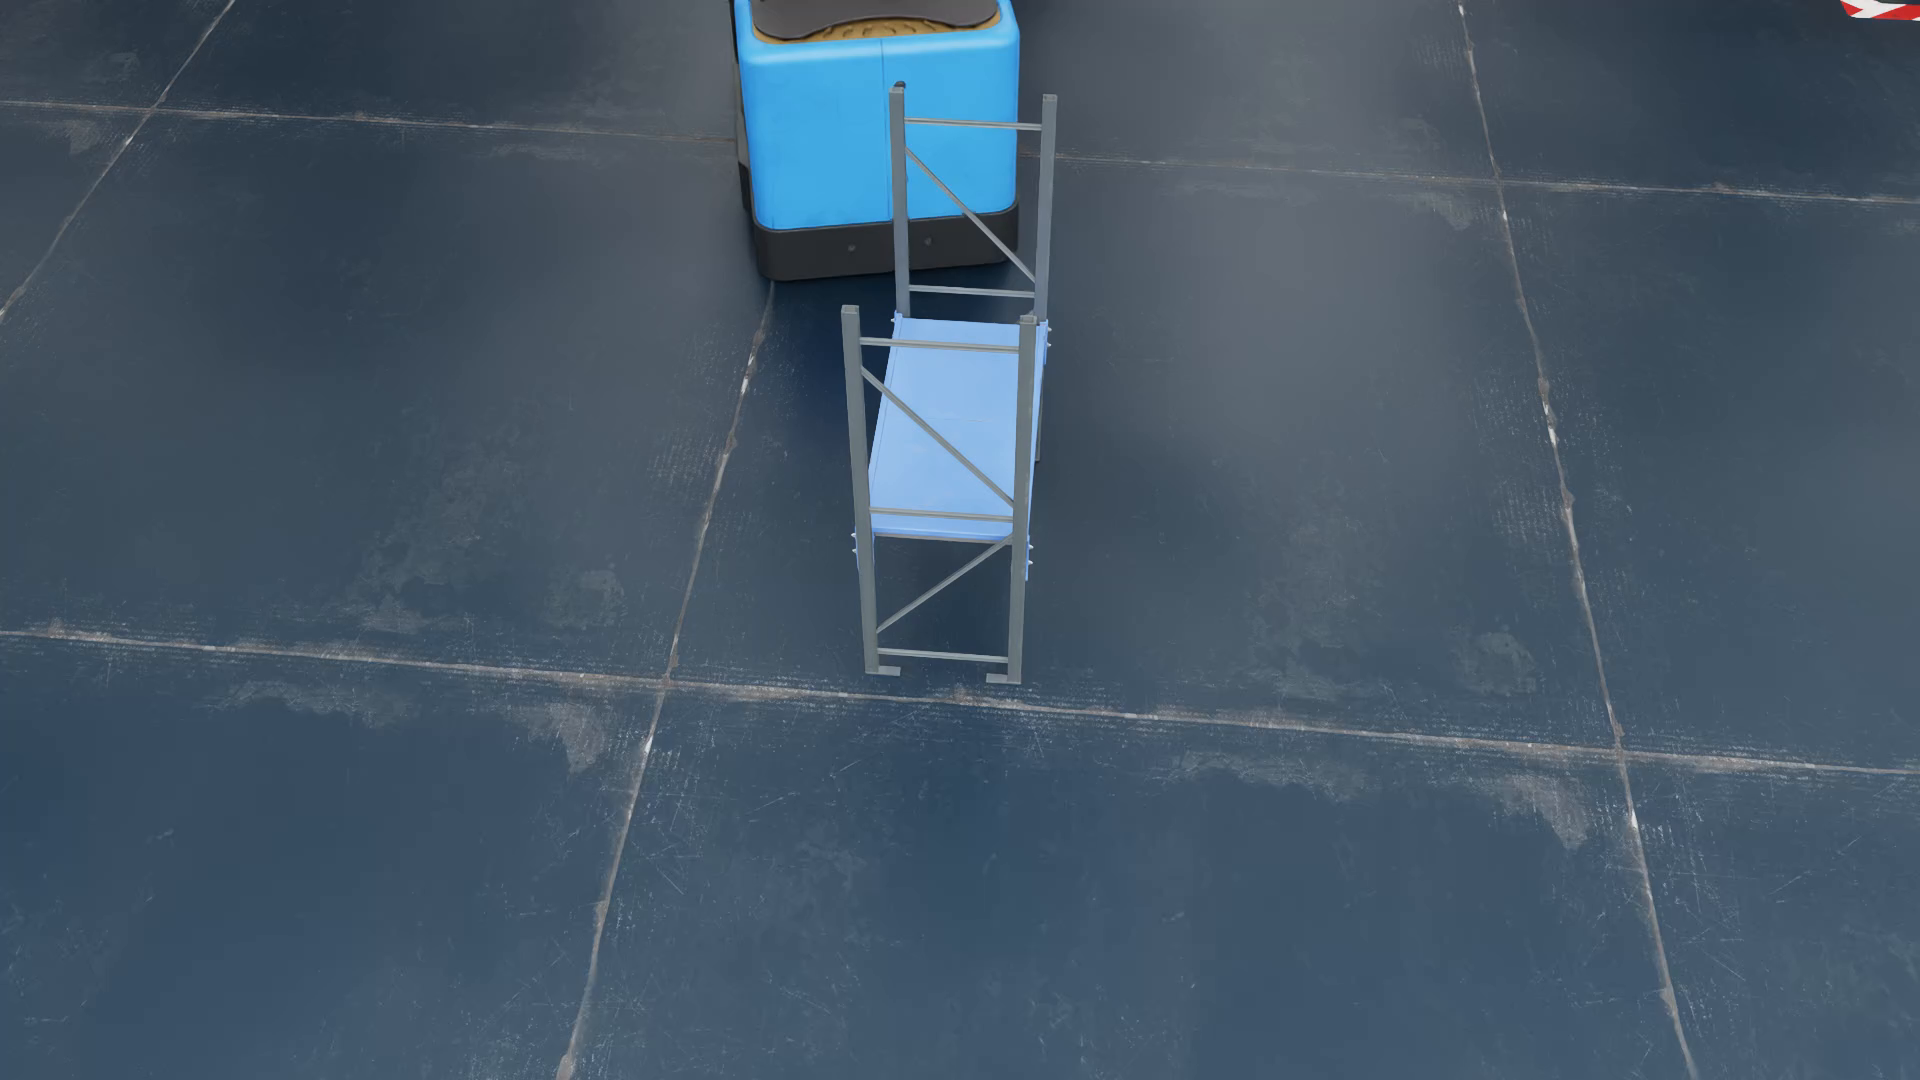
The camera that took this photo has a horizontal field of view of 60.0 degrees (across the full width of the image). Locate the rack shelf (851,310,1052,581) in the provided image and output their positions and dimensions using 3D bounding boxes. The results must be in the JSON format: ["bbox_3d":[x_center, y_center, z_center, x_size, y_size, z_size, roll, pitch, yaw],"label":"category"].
[{"bbox_3d":[-0.008,-0.322,5.272,0.538,0.185,1.000,4,48,4],"label":"rack shelf"}]

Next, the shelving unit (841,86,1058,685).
[{"bbox_3d":[-0.008,-0.443,5.139,0.538,1.500,1.048,4,48,4],"label":"shelving unit"}]

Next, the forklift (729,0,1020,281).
[{"bbox_3d":[-0.477,-3.117,6.614,1.130,2.935,3.031,-6,48,-5],"label":"forklift"}]

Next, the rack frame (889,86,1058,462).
[{"bbox_3d":[0.039,-0.817,5.481,0.500,1.500,0.032,4,48,4],"label":"rack frame"}]

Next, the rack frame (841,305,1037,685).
[{"bbox_3d":[-0.054,-0.070,4.798,0.500,1.500,0.032,4,48,4],"label":"rack frame"}]
